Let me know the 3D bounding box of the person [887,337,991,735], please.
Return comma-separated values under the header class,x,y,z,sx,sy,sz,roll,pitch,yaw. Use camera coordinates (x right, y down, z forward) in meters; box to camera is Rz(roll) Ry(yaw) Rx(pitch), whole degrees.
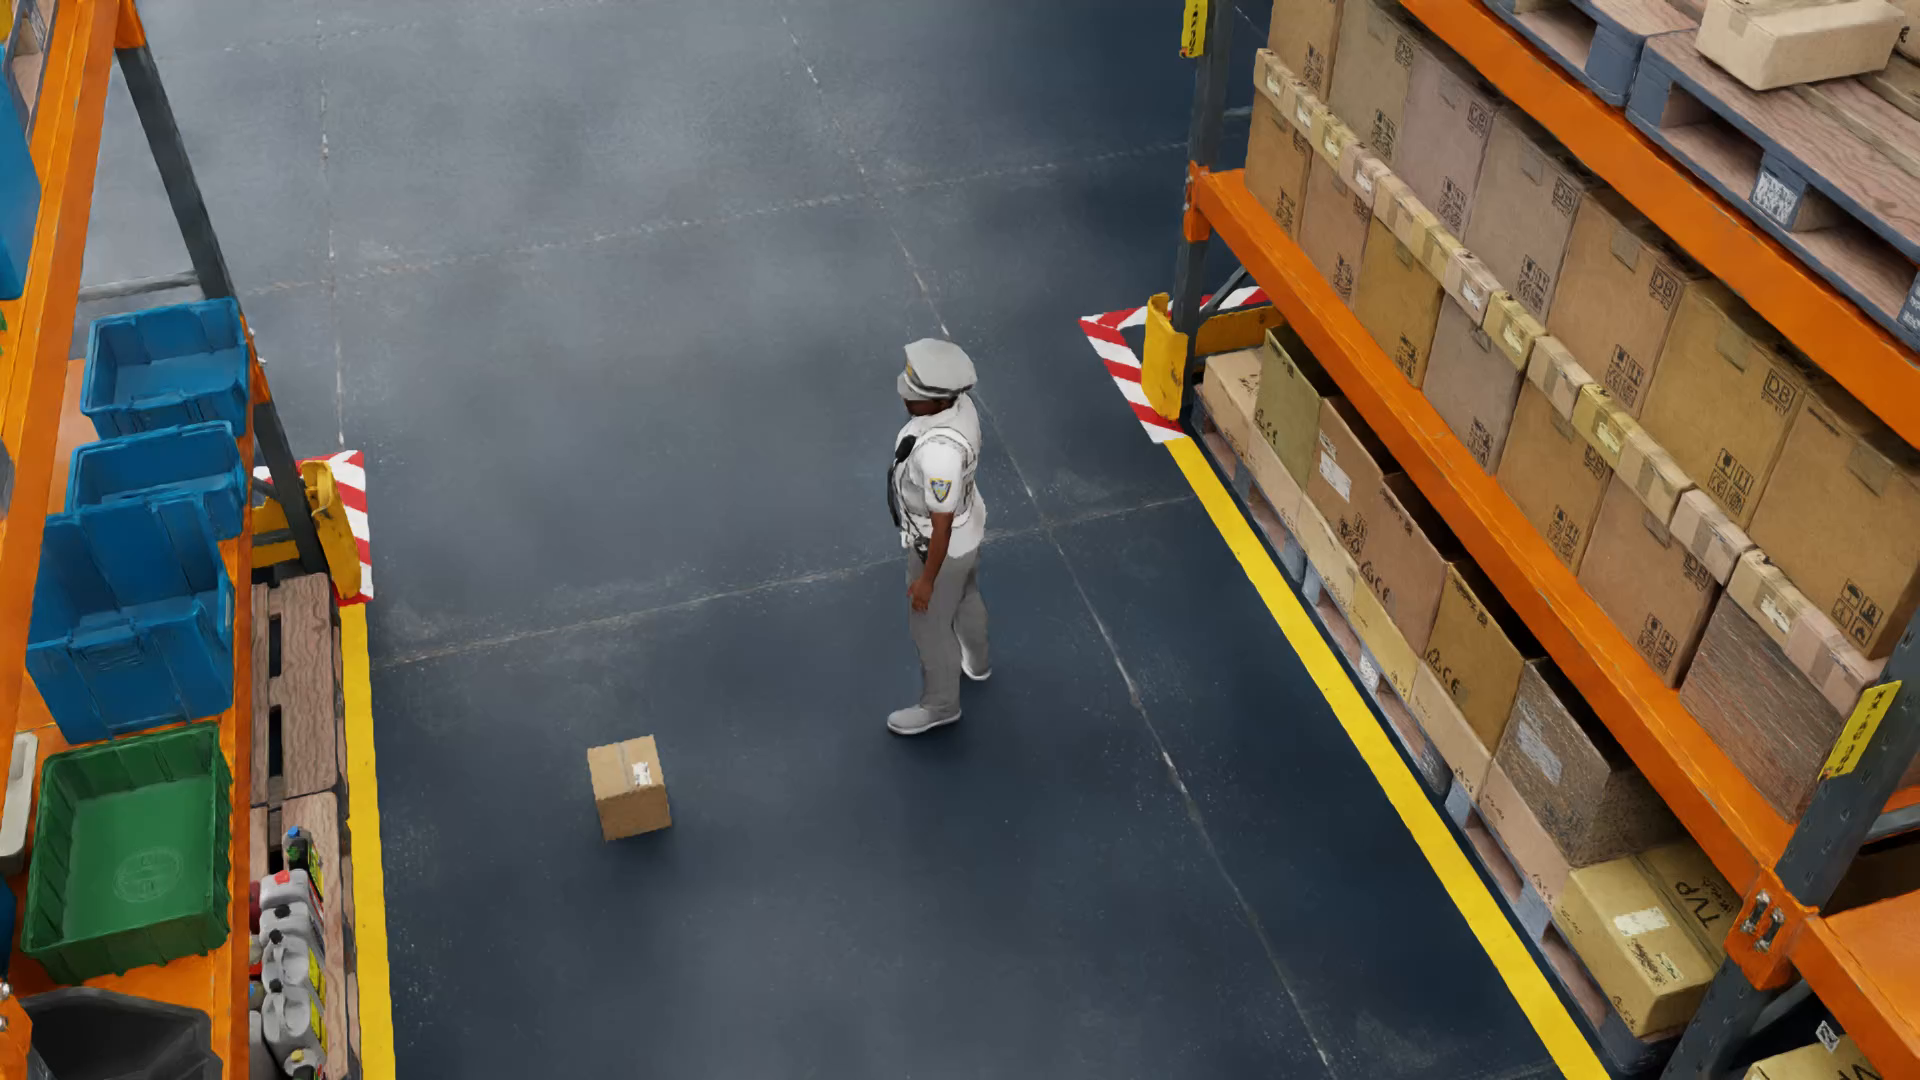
class,x,y,z,sx,sy,sz,roll,pitch,yaw
person,-0.073,-0.015,6.133,0.369,1.682,0.577,6,43,6
